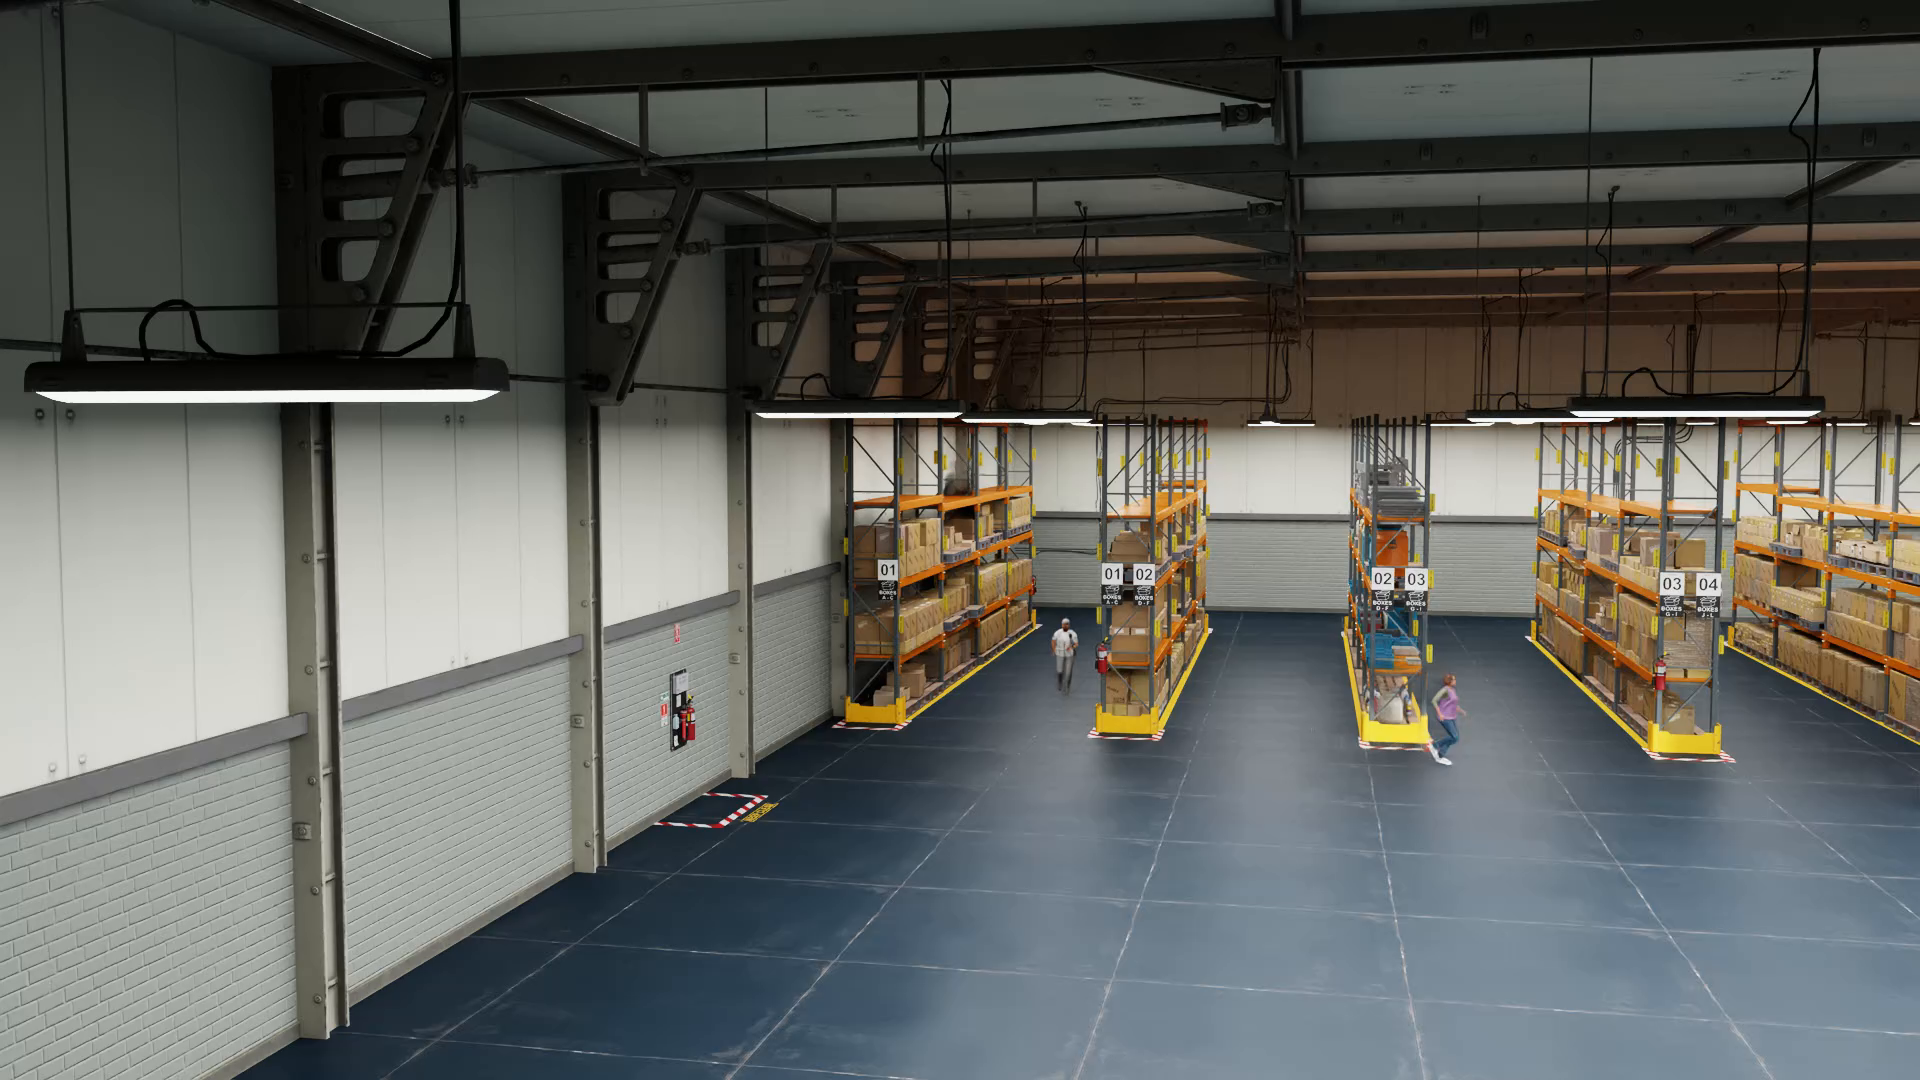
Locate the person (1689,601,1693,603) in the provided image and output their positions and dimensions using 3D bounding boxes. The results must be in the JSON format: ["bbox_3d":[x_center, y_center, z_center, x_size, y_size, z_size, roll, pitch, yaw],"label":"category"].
[{"bbox_3d":[19.374,1.889,44.455,0.738,1.739,0.834,3,5,42],"label":"person"}]

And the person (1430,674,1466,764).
[{"bbox_3d":[8.324,3.057,28.368,0.562,1.564,0.568,3,5,38],"label":"person"}]

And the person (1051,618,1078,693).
[{"bbox_3d":[2.261,2.511,35.922,0.593,1.626,0.574,0,4,5],"label":"person"}]
